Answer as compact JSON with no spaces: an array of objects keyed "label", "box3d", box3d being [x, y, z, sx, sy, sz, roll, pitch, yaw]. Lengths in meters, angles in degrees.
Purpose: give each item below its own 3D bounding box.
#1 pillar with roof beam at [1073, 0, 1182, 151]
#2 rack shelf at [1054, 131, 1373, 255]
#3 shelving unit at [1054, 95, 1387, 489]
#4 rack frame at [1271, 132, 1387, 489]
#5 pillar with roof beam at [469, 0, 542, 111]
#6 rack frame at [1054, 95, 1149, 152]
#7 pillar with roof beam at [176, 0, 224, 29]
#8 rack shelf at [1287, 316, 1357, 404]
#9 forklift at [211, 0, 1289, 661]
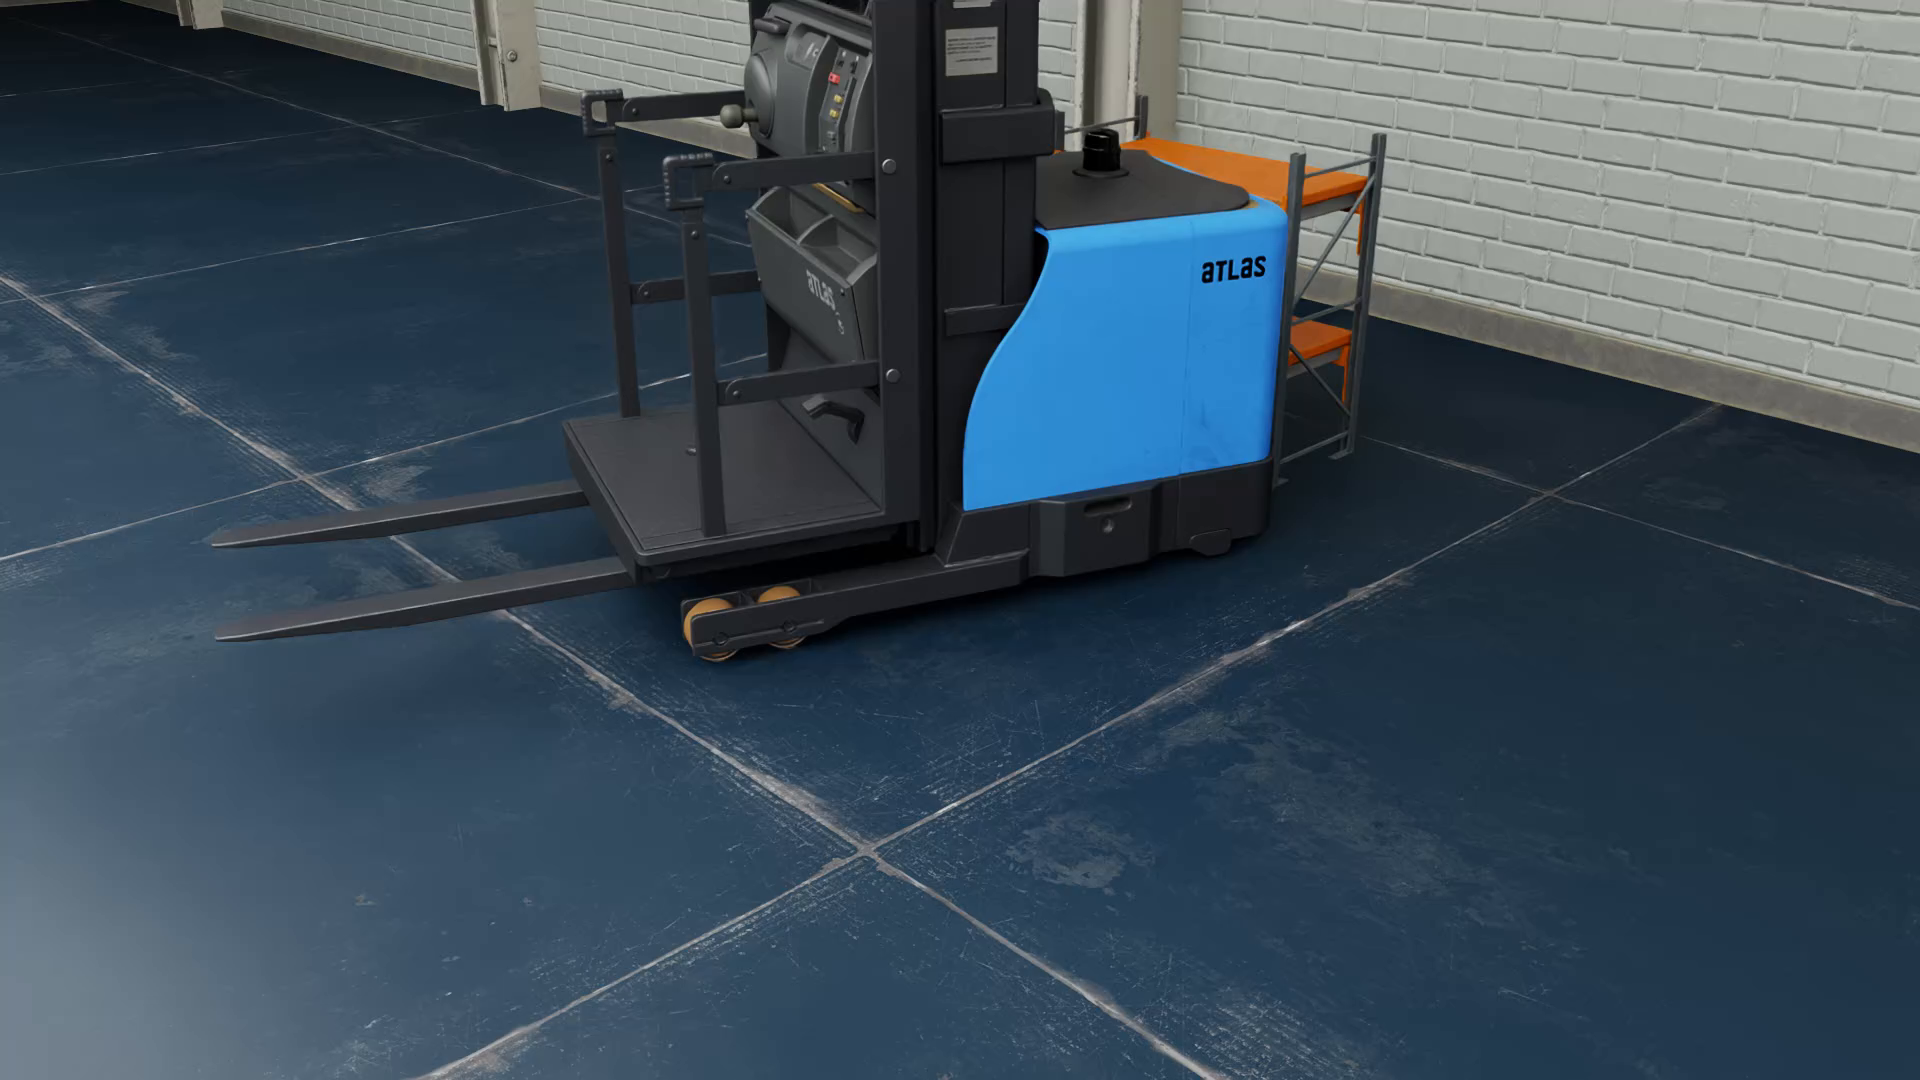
[{"label":"pillar with roof beam","box3d":[-2.348,-4.272,3.773,9.100,9.000,0.400,-21,32,-38]},{"label":"rack shelf","box3d":[0.861,-1.174,5.764,0.538,0.278,1.000,-22,32,-39]},{"label":"shelving unit","box3d":[0.861,-0.908,5.885,0.538,1.125,1.048,-22,32,-39]},{"label":"rack frame","box3d":[1.216,-0.757,5.554,0.500,1.125,0.032,-22,32,-39]},{"label":"pillar with roof beam","box3d":[-6.449,-6.090,7.758,9.100,9.000,0.400,-21,32,-38]},{"label":"rack frame","box3d":[0.507,-1.059,6.216,0.500,1.125,0.032,-22,32,-39]},{"label":"pillar with roof beam","box3d":[-10.550,-7.908,11.742,9.100,9.000,0.400,-21,32,-38]},{"label":"rack shelf","box3d":[0.861,-0.686,5.987,0.538,0.278,1.000,-22,32,-39]},{"label":"forklift","box3d":[-0.603,-1.253,4.465,3.031,2.935,1.130,-10,26,-21]}]
